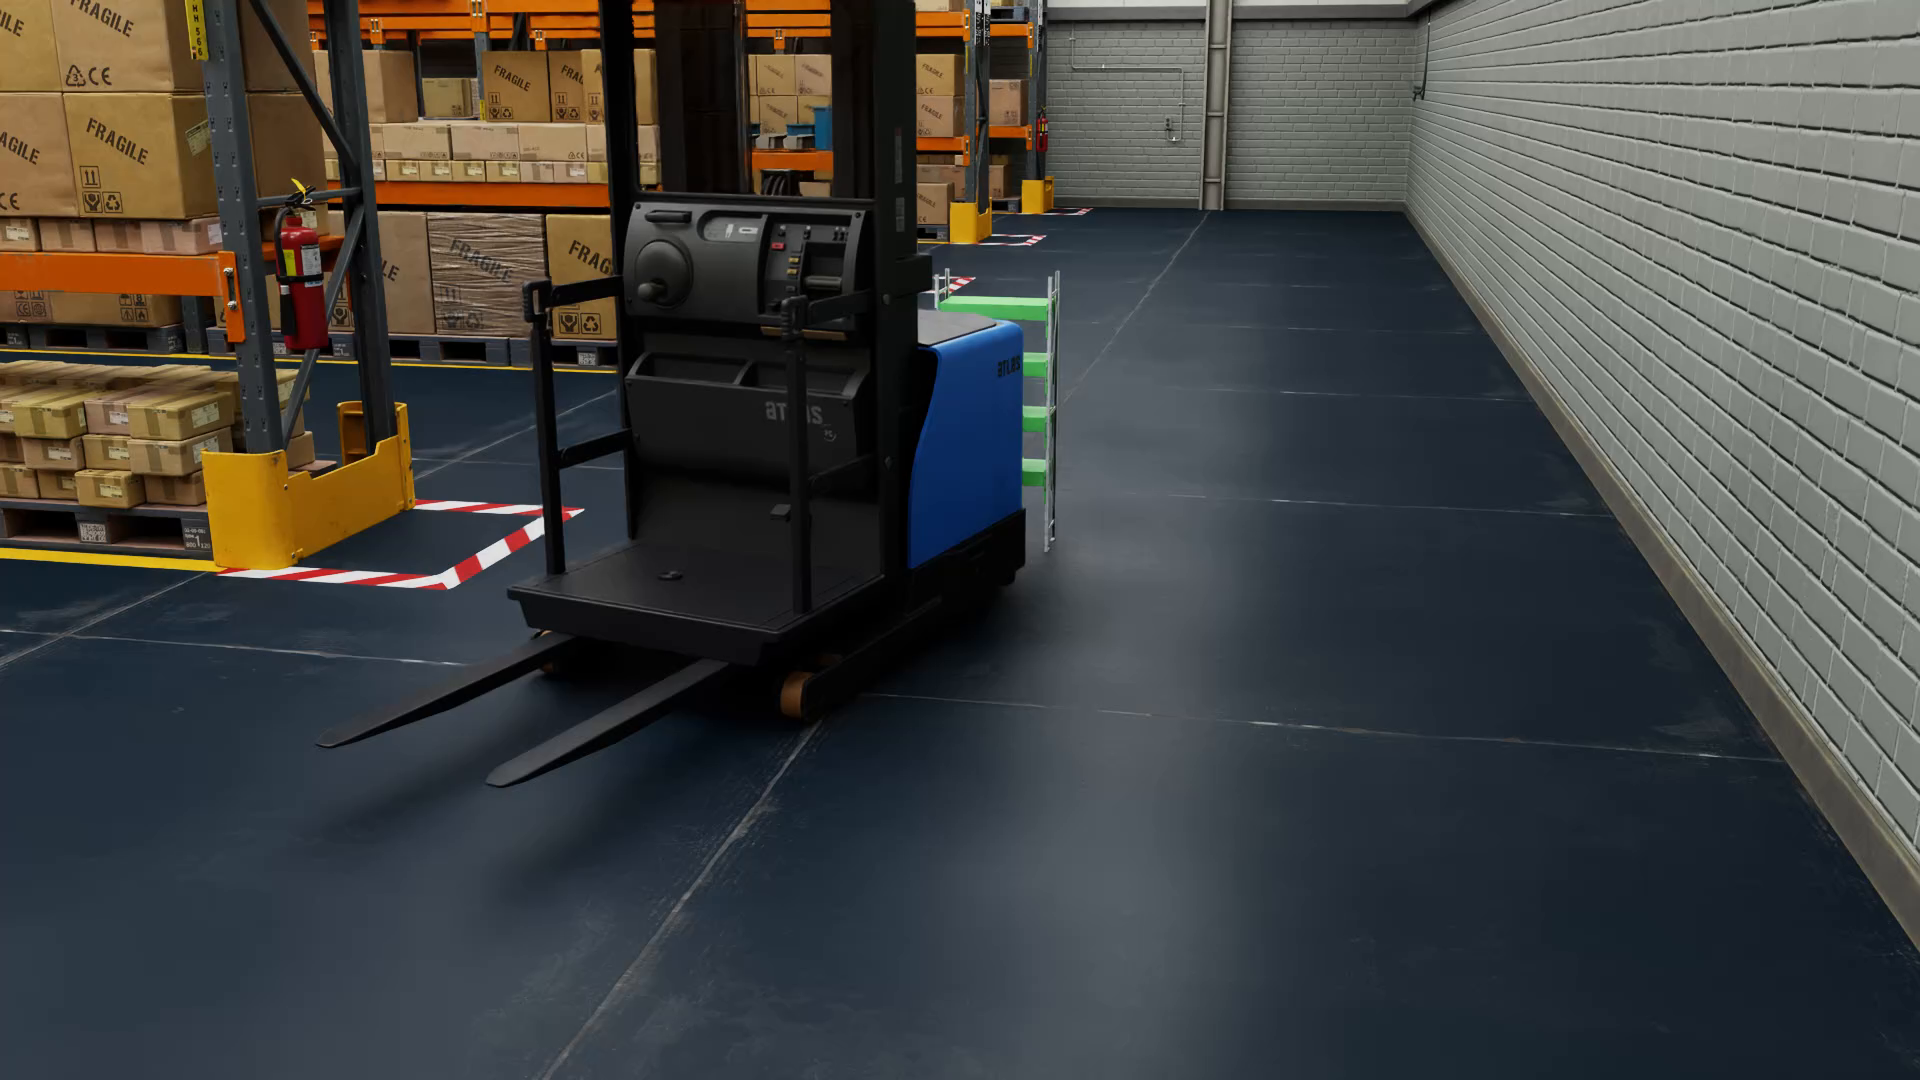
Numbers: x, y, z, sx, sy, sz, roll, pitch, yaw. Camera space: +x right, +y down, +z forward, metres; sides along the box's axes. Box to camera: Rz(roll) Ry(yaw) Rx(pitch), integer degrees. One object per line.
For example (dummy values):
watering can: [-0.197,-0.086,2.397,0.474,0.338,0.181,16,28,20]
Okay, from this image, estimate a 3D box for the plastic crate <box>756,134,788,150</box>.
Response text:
plastic crate: [-1.886,-3.977,16.610,0.243,0.136,0.396,3,16,11]

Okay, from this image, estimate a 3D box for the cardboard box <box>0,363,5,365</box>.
cardboard box: [-4.849,-0.757,8.045,0.250,0.149,0.380,3,16,11]

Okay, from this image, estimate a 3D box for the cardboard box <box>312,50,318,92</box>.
cardboard box: [-4.777,-3.289,12.064,0.500,0.500,0.500,3,16,11]

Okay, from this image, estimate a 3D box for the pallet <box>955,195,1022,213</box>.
pallet: [0.406,-5.329,26.336,1.213,0.211,1.003,3,16,11]

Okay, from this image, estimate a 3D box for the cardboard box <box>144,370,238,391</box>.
cardboard box: [-3.584,-0.687,7.792,0.250,0.149,0.380,3,16,12]

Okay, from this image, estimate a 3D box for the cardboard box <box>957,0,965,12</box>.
cardboard box: [-0.232,-6.822,21.164,0.500,0.250,0.500,3,16,11]

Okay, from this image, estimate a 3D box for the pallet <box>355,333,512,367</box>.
pallet: [-3.748,-1.508,12.539,1.213,0.211,1.003,3,16,11]

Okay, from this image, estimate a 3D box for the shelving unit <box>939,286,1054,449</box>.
shelving unit: [0.159,-0.570,7.301,0.487,1.046,0.258,3,16,11]

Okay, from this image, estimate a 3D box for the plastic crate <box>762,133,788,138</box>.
plastic crate: [-1.908,-4.135,17.184,0.298,0.136,0.250,3,16,11]

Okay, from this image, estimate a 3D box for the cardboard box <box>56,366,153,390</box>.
cardboard box: [-4.065,-0.725,7.931,0.250,0.149,0.380,2,16,8]

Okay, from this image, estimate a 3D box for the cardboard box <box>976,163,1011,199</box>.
cardboard box: [0.499,-5.660,26.202,0.500,0.500,0.700,3,16,11]

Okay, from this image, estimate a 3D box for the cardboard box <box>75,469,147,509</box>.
cardboard box: [-3.674,-0.261,7.368,0.250,0.149,0.380,4,16,13]

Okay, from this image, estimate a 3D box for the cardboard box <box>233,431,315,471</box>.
cardboard box: [-3.294,-0.412,7.914,0.250,0.149,0.380,3,16,12]

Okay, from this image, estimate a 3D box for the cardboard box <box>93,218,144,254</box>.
cardboard box: [-3.456,-1.317,7.098,0.250,0.149,0.380,3,16,11]

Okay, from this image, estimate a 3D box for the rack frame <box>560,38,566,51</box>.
rack frame: [-6.636,-7.076,27.417,0.053,2.616,0.949,3,16,11]

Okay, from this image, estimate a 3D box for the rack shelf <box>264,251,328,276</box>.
rack shelf: [-4.804,-1.300,7.647,3.687,0.071,0.831,3,16,11]

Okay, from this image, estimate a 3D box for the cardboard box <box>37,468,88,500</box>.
cardboard box: [-3.915,-0.297,7.501,0.255,0.149,0.383,3,16,10]

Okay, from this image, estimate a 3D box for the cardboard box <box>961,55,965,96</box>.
cardboard box: [-0.161,-5.978,21.393,0.500,0.500,0.500,4,16,13]

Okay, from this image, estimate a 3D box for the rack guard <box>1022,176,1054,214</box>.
rack guard: [1.228,-5.445,26.213,0.348,0.500,1.175,3,16,11]

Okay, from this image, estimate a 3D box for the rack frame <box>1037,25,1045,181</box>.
rack frame: [1.204,-6.650,25.881,0.053,2.616,0.949,3,16,11]

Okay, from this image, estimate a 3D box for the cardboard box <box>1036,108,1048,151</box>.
cardboard box: [-7.517,-3.071,15.167,11.946,1.402,25.539,4,16,14]

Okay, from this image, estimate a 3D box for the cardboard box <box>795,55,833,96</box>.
cardboard box: [-1.777,-5.917,21.174,0.500,0.500,0.500,4,16,13]

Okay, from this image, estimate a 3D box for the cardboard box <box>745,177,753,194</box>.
cardboard box: [-3.084,-4.619,22.407,0.500,0.500,0.500,3,16,11]

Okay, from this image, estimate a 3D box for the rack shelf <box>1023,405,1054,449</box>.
rack shelf: [0.162,-0.508,7.317,0.480,0.148,0.258,3,16,11]

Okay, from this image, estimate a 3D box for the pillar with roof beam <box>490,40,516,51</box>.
pillar with roof beam: [-8.594,-9.137,23.621,0.400,9.000,9.100,3,16,11]

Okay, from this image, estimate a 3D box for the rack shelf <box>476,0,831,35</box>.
rack shelf: [-2.729,-5.265,16.608,4.000,0.370,1.077,3,16,11]

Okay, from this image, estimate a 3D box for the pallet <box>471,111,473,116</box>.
pallet: [-7.354,-6.994,27.482,1.003,0.211,1.213,3,16,11]

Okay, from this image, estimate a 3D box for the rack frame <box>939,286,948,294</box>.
rack frame: [-0.077,-0.582,7.346,0.006,1.046,0.228,3,16,11]

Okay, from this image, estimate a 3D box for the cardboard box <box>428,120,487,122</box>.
cardboard box: [-9.311,-4.769,18.344,13.767,0.500,10.544,3,16,10]

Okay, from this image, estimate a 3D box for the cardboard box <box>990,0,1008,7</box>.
cardboard box: [0.434,-8.245,25.324,0.500,0.250,0.500,4,16,13]

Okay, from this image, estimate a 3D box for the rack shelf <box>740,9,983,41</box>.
rack shelf: [-1.739,-6.560,21.285,4.000,0.370,1.077,3,16,11]

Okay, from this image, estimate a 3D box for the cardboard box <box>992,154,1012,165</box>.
cardboard box: [0.661,-6.018,26.280,0.250,0.149,0.380,3,16,11]

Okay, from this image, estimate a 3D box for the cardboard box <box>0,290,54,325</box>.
cardboard box: [-7.183,-2.231,13.121,0.875,0.875,1.225,3,16,9]

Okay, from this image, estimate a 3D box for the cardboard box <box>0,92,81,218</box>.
cardboard box: [-3.839,-1.649,7.080,0.500,0.500,0.500,3,16,10]

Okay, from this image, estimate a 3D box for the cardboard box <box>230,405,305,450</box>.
cardboard box: [-6.212,-0.714,8.348,6.161,0.500,0.689,4,16,13]

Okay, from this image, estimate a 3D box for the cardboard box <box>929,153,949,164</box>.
cardboard box: [-0.330,-6.072,26.473,0.250,0.149,0.380,3,16,12]

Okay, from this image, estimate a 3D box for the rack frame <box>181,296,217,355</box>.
rack frame: [-5.676,-2.977,12.619,0.127,3.000,1.000,3,16,11]

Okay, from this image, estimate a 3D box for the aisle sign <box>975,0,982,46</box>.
aisle sign: [0.227,-6.524,20.556,0.004,0.787,0.394,3,16,11]

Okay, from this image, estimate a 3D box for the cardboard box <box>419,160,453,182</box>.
cardboard box: [-3.669,-2.657,11.936,0.250,0.149,0.380,3,16,12]

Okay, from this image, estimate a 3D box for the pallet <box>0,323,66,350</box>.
pallet: [-7.647,-1.718,13.300,1.213,0.211,1.003,3,16,11]

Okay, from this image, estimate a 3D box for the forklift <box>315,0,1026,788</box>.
forklift: [-0.832,-0.957,5.457,1.130,2.935,3.031,7,17,25]
